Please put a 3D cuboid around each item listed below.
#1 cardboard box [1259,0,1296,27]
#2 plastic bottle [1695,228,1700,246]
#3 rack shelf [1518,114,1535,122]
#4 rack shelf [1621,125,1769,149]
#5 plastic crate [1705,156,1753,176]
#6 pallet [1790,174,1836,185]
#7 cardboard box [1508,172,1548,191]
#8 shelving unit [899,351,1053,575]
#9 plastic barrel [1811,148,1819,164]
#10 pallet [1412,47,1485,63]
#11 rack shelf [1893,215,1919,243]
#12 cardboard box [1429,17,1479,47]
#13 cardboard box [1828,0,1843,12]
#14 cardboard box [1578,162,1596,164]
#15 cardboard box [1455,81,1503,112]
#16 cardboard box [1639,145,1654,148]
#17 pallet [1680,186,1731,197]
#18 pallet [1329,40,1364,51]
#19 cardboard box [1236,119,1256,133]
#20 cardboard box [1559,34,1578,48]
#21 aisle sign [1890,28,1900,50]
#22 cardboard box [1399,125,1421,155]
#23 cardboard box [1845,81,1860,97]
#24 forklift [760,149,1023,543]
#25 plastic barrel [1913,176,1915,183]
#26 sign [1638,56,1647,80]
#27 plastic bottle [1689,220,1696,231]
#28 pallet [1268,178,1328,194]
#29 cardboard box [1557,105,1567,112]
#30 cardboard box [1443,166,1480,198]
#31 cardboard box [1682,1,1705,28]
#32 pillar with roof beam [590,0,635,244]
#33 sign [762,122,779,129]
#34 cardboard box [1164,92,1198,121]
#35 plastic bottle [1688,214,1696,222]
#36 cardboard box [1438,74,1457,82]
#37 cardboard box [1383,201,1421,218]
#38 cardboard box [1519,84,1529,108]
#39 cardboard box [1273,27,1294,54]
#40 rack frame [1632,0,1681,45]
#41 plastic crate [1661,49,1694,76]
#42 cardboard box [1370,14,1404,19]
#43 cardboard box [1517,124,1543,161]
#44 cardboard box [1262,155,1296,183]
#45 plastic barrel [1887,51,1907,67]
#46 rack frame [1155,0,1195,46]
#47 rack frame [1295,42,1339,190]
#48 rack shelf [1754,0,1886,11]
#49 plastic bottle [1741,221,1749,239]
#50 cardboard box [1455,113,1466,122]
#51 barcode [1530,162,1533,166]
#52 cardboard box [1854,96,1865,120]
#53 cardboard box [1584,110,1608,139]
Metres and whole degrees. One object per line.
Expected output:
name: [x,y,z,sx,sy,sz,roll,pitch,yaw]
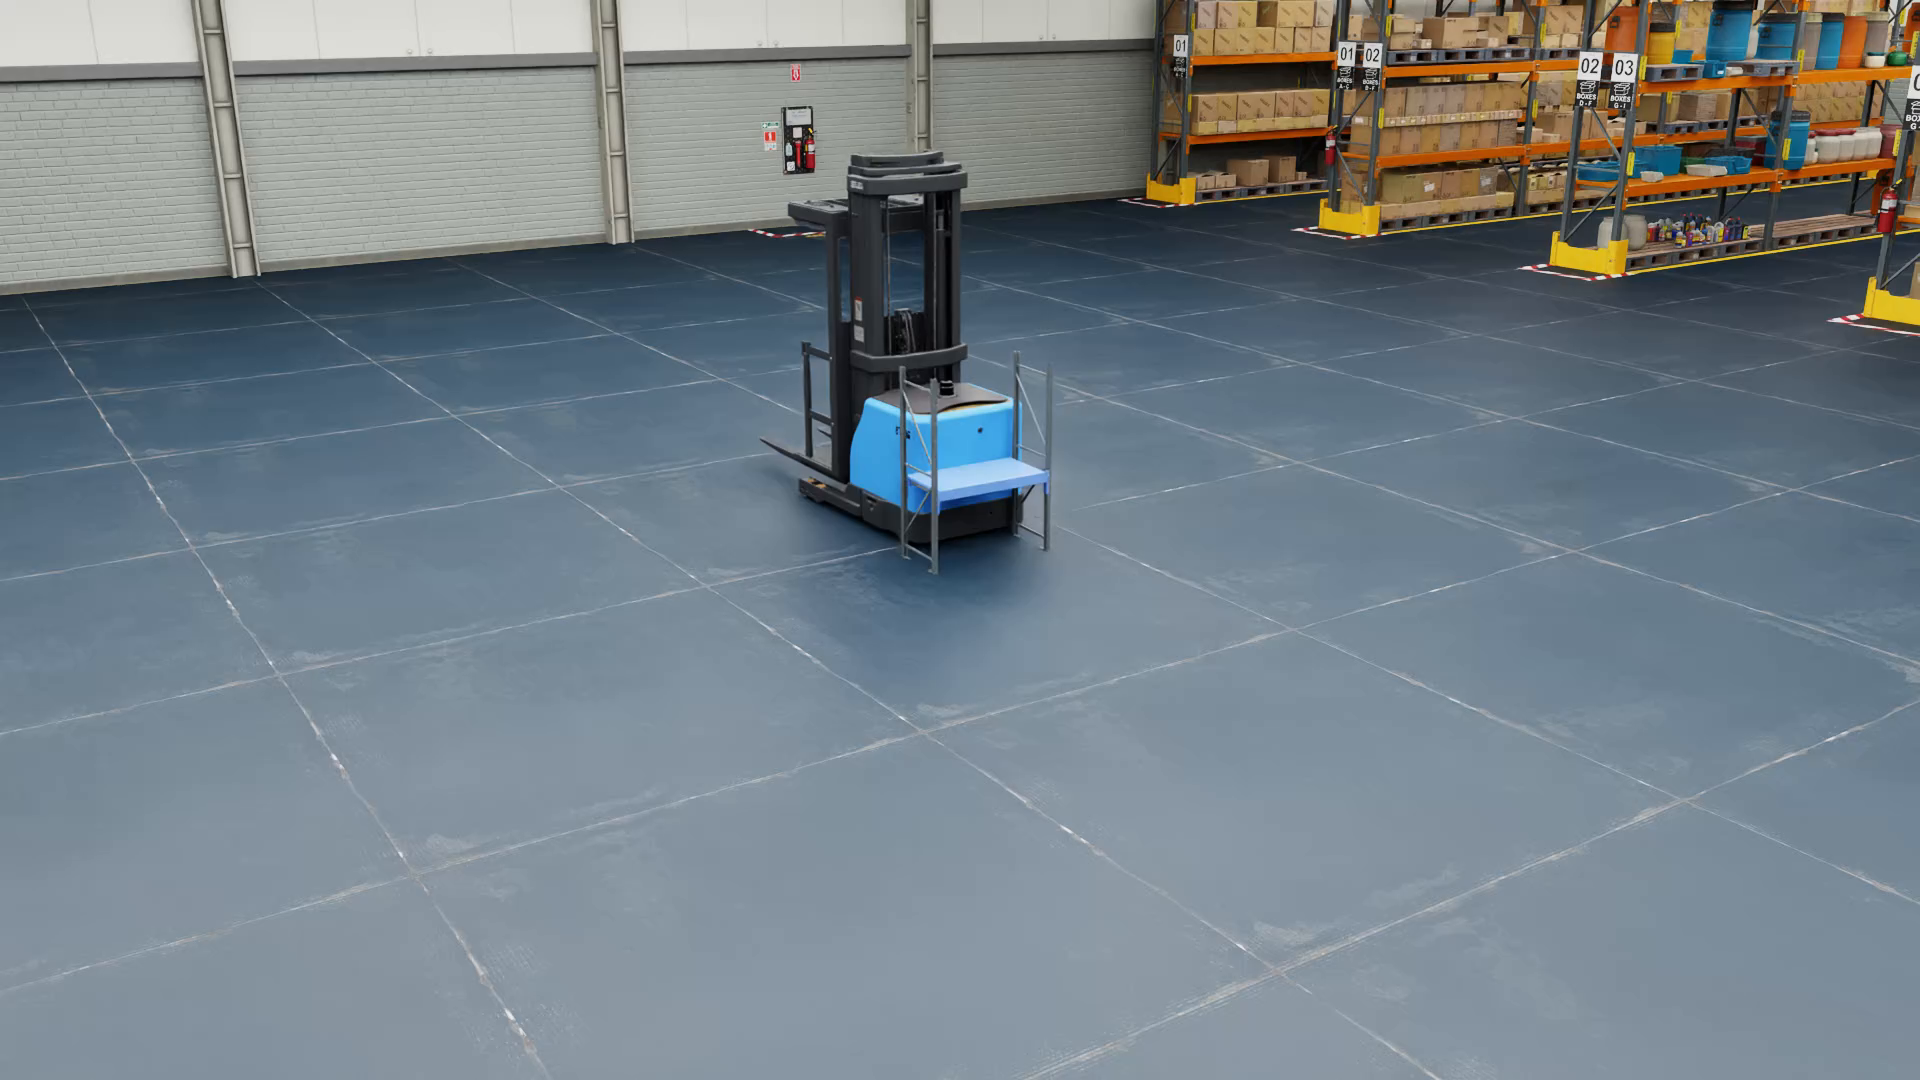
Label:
cardboard box: [6.349,-10.525,33.262,0.500,0.500,0.500,-13,23,-33]
plastic bottle: [11.664,-4.804,26.344,0.097,0.271,0.097,0,19,0]
rack shelf: [12.512,-9.645,38.213,4.000,0.370,1.077,-12,22,-31]
rack shelf: [15.239,-8.320,34.295,4.000,0.370,1.077,-12,22,-31]
plastic crate: [12.174,-5.941,26.366,0.616,0.251,0.499,-12,22,-31]
pallet: [18.504,-8.029,36.665,1.213,0.211,1.003,-12,22,-31]
cardboard box: [10.710,-6.772,31.356,0.500,0.311,0.500,-12,22,-31]
shelving unit: [0.124,-0.601,12.680,1.048,1.500,0.538,-11,22,-30]
plastic barrel: [14.139,-6.405,27.724,0.301,0.262,0.301,0,19,0]
pallet: [8.512,-8.613,29.491,1.213,0.211,1.003,-12,22,-31]
rack shelf: [14.003,-4.261,22.288,4.000,0.370,1.077,-12,22,-31]
cardboard box: [8.784,-9.083,29.709,0.637,0.503,0.797,-9,21,-25]
cardboard box: [18.205,-11.191,35.263,0.500,0.500,0.700,-12,22,-31]
cardboard box: [12.536,-7.362,33.101,0.500,0.311,0.500,-13,22,-33]
cardboard box: [9.440,-8.097,30.330,0.500,0.500,0.700,-12,22,-32]
cardboard box: [14.266,-7.927,34.054,0.500,0.250,0.500,-11,22,-29]
pallet: [15.231,-7.323,34.576,1.213,0.211,1.003,-12,22,-31]
pallet: [8.075,-10.341,34.759,1.003,0.211,1.213,-12,22,-31]
cardboard box: [5.597,-8.347,33.454,0.500,0.250,0.500,-12,22,-32]
cardboard box: [11.205,-9.357,31.132,0.500,0.250,0.500,-15,24,-37]
aisle sign: [20.476,-10.880,36.683,0.004,0.787,0.394,-12,22,-31]
cardboard box: [7.720,-7.120,29.465,0.500,0.500,0.700,-11,22,-30]
cardboard box: [19.178,-9.905,36.143,0.500,0.500,0.500,-11,22,-30]
forklift: [-0.729,-1.777,13.924,1.130,2.935,3.031,-12,22,-32]
plastic barrel: [17.633,-6.329,30.393,0.708,0.588,0.600,-12,22,-31]
sign: [9.908,-6.851,24.130,0.005,0.325,0.100,-12,22,-31]
plastic bottle: [11.992,-5.106,27.236,0.097,0.271,0.097,0,19,0]
pallet: [6.959,-7.480,35.040,1.213,0.211,1.003,-12,22,-31]
cardboard box: [13.858,-10.042,38.626,0.250,0.149,0.380,-11,22,-30]
cardboard box: [9.122,-6.542,30.378,0.500,0.500,0.500,-12,22,-31]
cardboard box: [14.363,-10.416,32.970,0.500,0.500,0.500,-12,22,-31]
pillar with roof beam: [-3.386,-8.156,23.318,0.400,9.000,9.100,-12,22,-31]
sign: [-3.337,-7.293,29.251,0.331,0.109,0.001,-12,22,-31]
cardboard box: [4.437,-8.658,33.202,0.500,0.500,0.500,-12,22,-32]
plastic bottle: [12.047,-5.201,27.395,0.185,0.351,0.144,-11,22,-30]
cardboard box: [11.078,-10.335,37.310,0.500,0.250,0.500,-11,22,-30]
cardboard box: [7.873,-5.920,29.710,0.500,0.250,0.500,-12,22,-31]
cardboard box: [12.676,-10.119,37.840,0.500,0.500,0.500,-11,22,-30]
cardboard box: [6.344,-10.058,33.441,0.500,0.500,0.500,-13,23,-33]
rack frame: [13.569,-11.151,32.177,0.127,3.000,1.000,-12,22,-31]
plastic crate: [11.036,-7.404,25.803,0.575,0.384,0.392,-12,22,-31]
cardboard box: [9.031,-10.888,35.272,0.500,0.500,0.500,-13,23,-33]
cardboard box: [12.970,-9.212,38.510,0.750,0.750,0.750,-11,22,-30]
cardboard box: [6.656,-7.759,34.729,0.500,0.500,0.500,-14,23,-35]
plastic barrel: [16.112,-8.273,28.593,0.294,0.245,0.294,0,19,0]
rack frame: [4.160,-11.066,31.927,0.127,3.000,1.000,-12,22,-31]
rack frame: [7.501,-8.929,34.972,0.127,3.000,1.000,-12,22,-31]
rack shelf: [14.620,-8.943,27.394,4.000,0.370,1.077,-12,22,-31]
plastic bottle: [12.729,-5.027,26.986,0.133,0.283,0.061,-11,21,-29]
cardboard box: [8.838,-7.583,29.822,0.250,0.149,0.380,-11,22,-30]
barcode: [10.670,-7.017,31.034,0.075,0.075,0.001,-12,22,-31]
cardboard box: [19.595,-9.521,36.569,0.500,0.500,0.500,-12,22,-31]
cardboard box: [12.177,-8.056,32.235,0.500,0.500,0.500,-13,23,-34]
